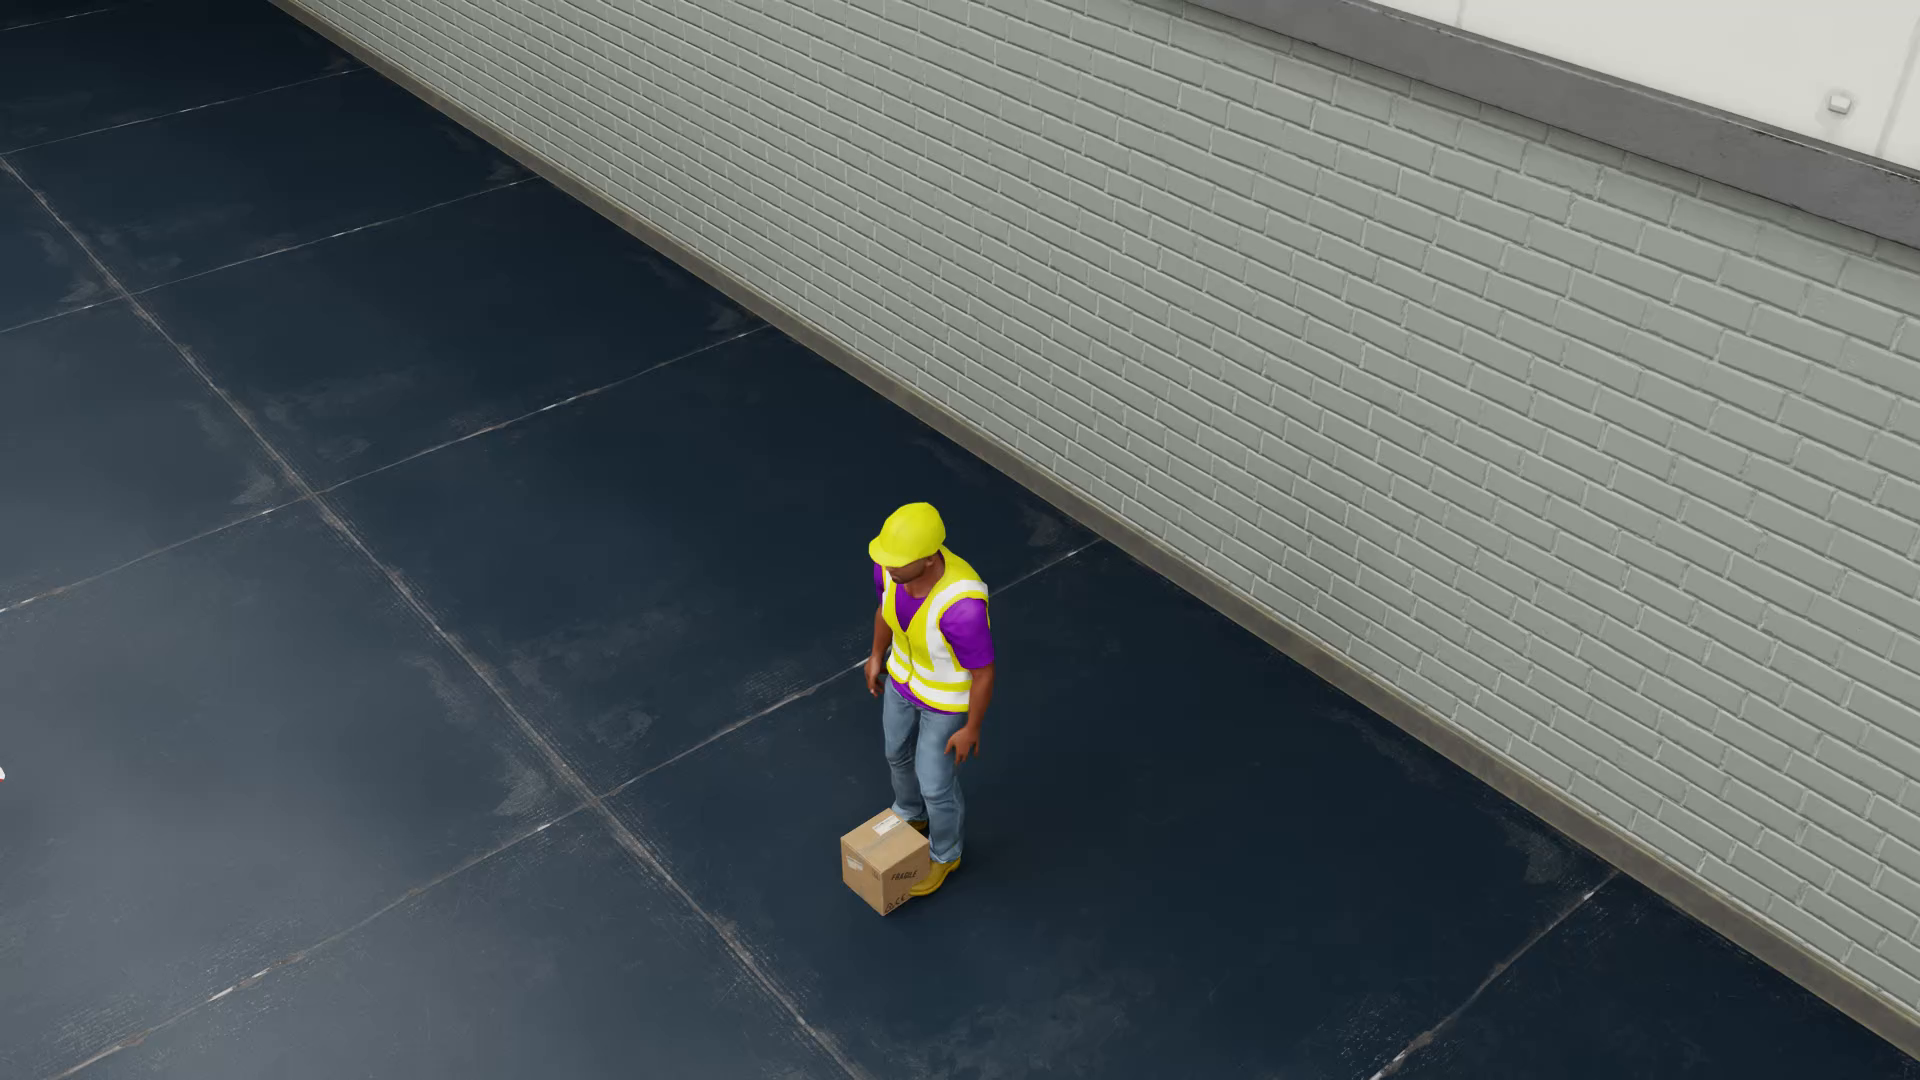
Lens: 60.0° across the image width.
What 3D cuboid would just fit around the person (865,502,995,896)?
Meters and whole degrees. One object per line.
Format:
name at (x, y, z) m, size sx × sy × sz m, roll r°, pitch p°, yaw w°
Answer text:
person at (-0.130, 0.571, 6.268) m, size 0.459 × 1.761 × 0.626 m, roll -26°, pitch 43°, yaw -32°
